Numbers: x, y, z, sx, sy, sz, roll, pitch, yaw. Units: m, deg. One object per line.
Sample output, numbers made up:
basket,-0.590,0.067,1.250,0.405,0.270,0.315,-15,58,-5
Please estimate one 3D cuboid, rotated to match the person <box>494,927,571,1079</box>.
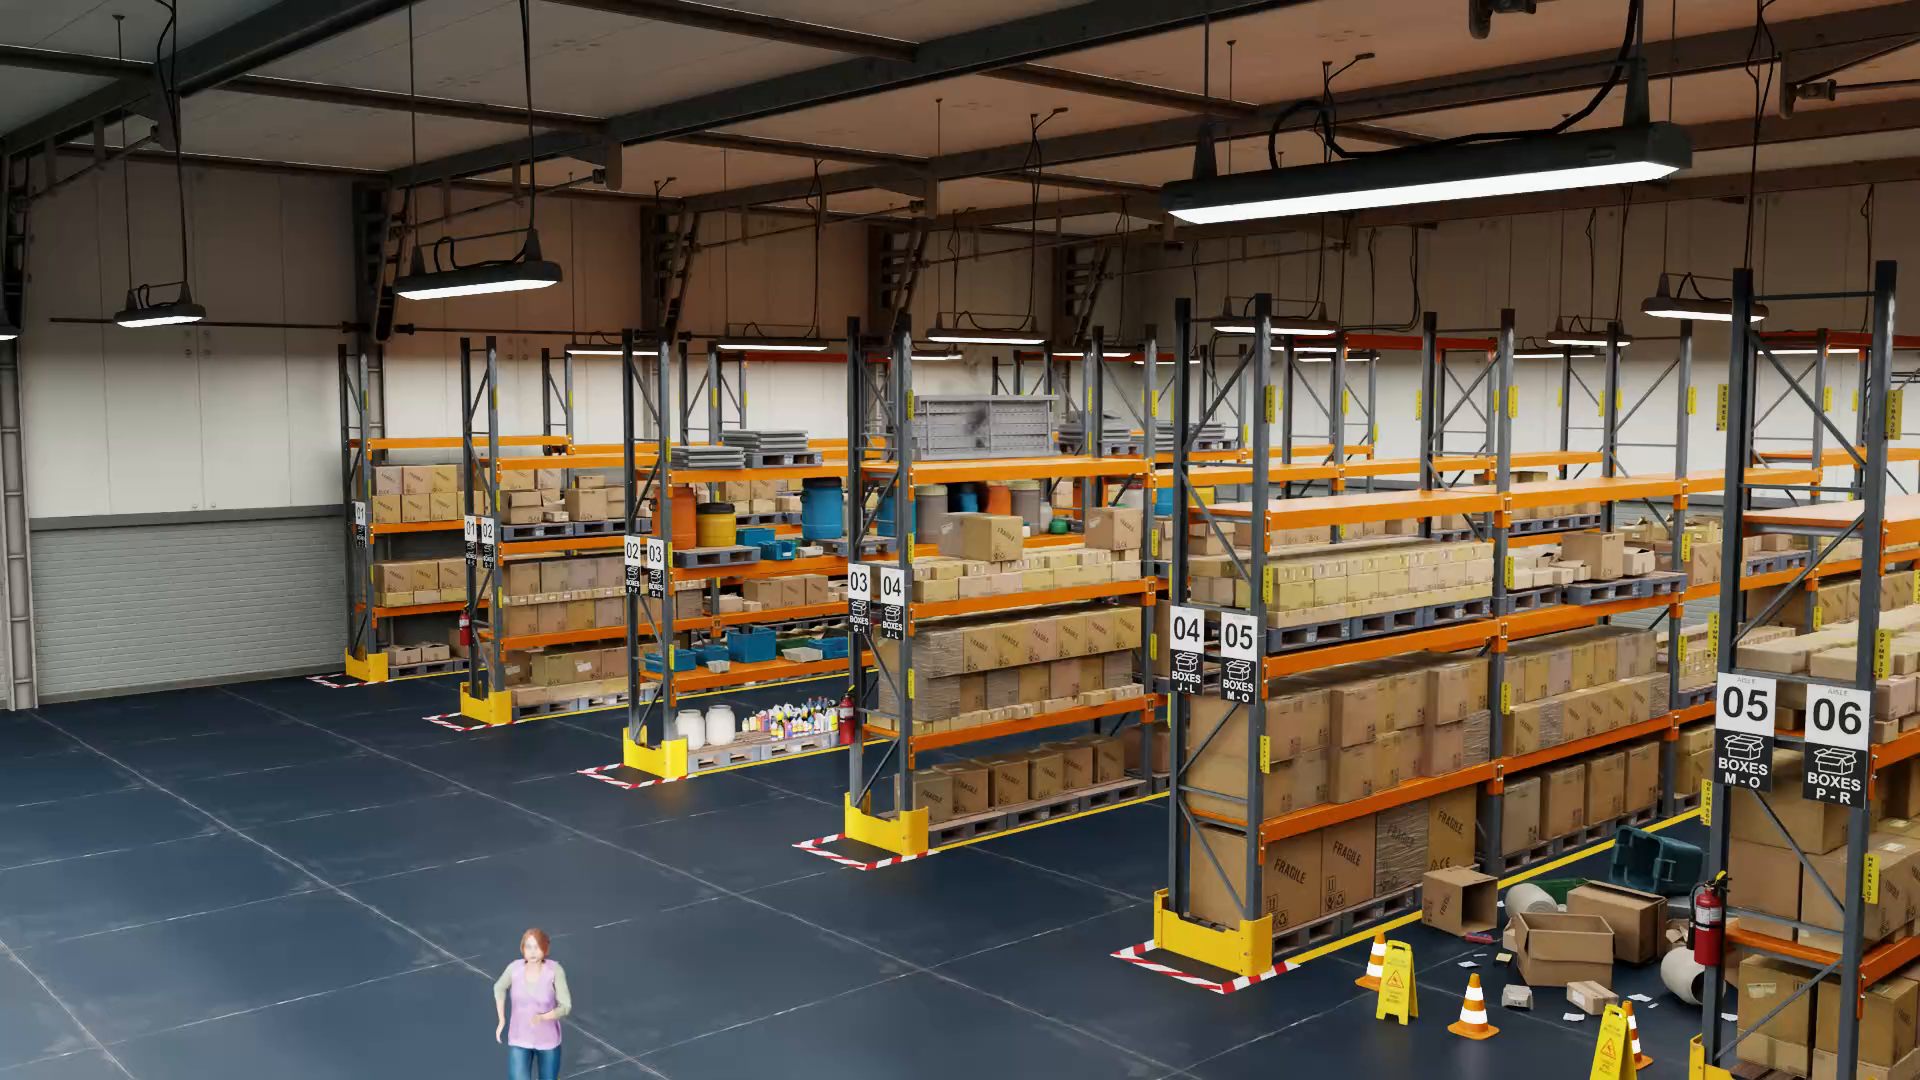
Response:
person,-2.840,3.378,11.069,0.505,1.625,0.691,-1,5,-13
